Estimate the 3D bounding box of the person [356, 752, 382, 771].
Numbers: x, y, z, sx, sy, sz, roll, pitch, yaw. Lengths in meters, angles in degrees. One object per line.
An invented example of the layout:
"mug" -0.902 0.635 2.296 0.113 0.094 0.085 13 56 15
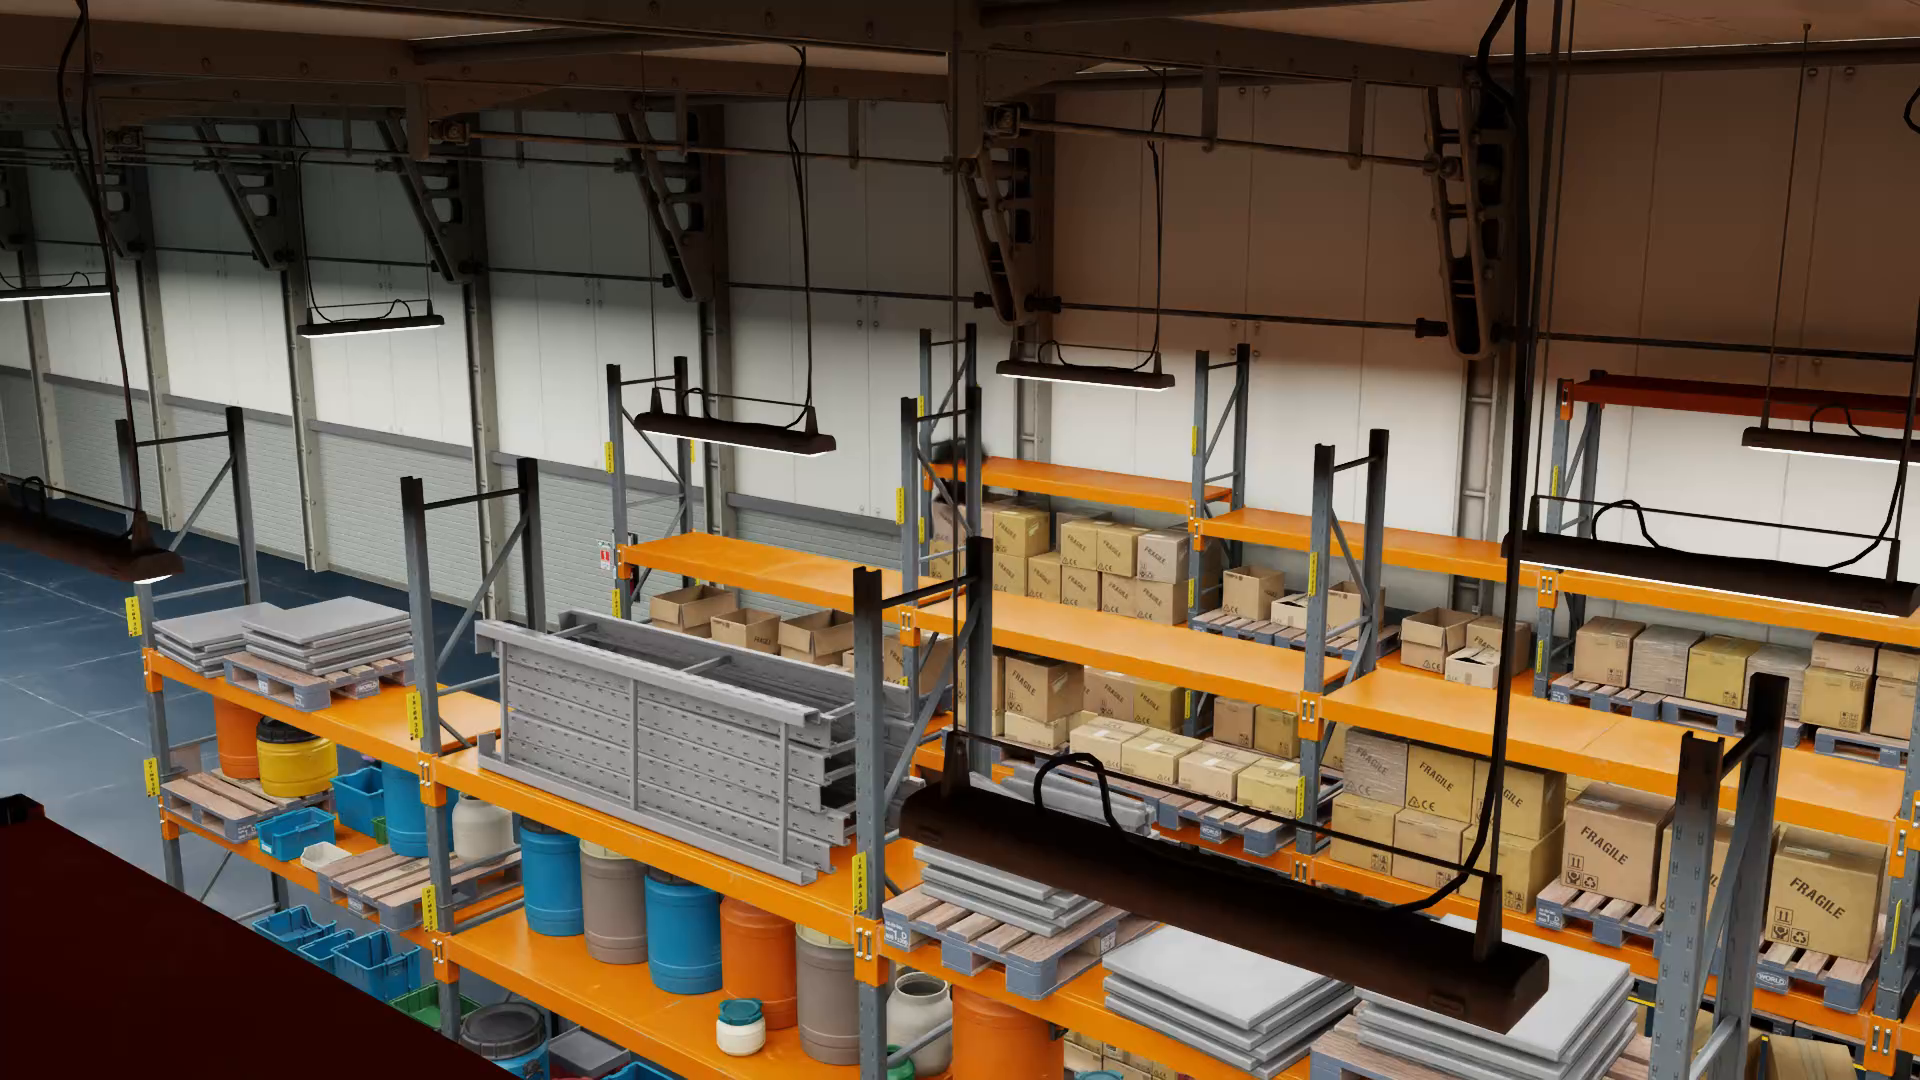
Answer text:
"person" -7.253 2.722 20.610 0.844 1.631 0.548 -6 14 -25
